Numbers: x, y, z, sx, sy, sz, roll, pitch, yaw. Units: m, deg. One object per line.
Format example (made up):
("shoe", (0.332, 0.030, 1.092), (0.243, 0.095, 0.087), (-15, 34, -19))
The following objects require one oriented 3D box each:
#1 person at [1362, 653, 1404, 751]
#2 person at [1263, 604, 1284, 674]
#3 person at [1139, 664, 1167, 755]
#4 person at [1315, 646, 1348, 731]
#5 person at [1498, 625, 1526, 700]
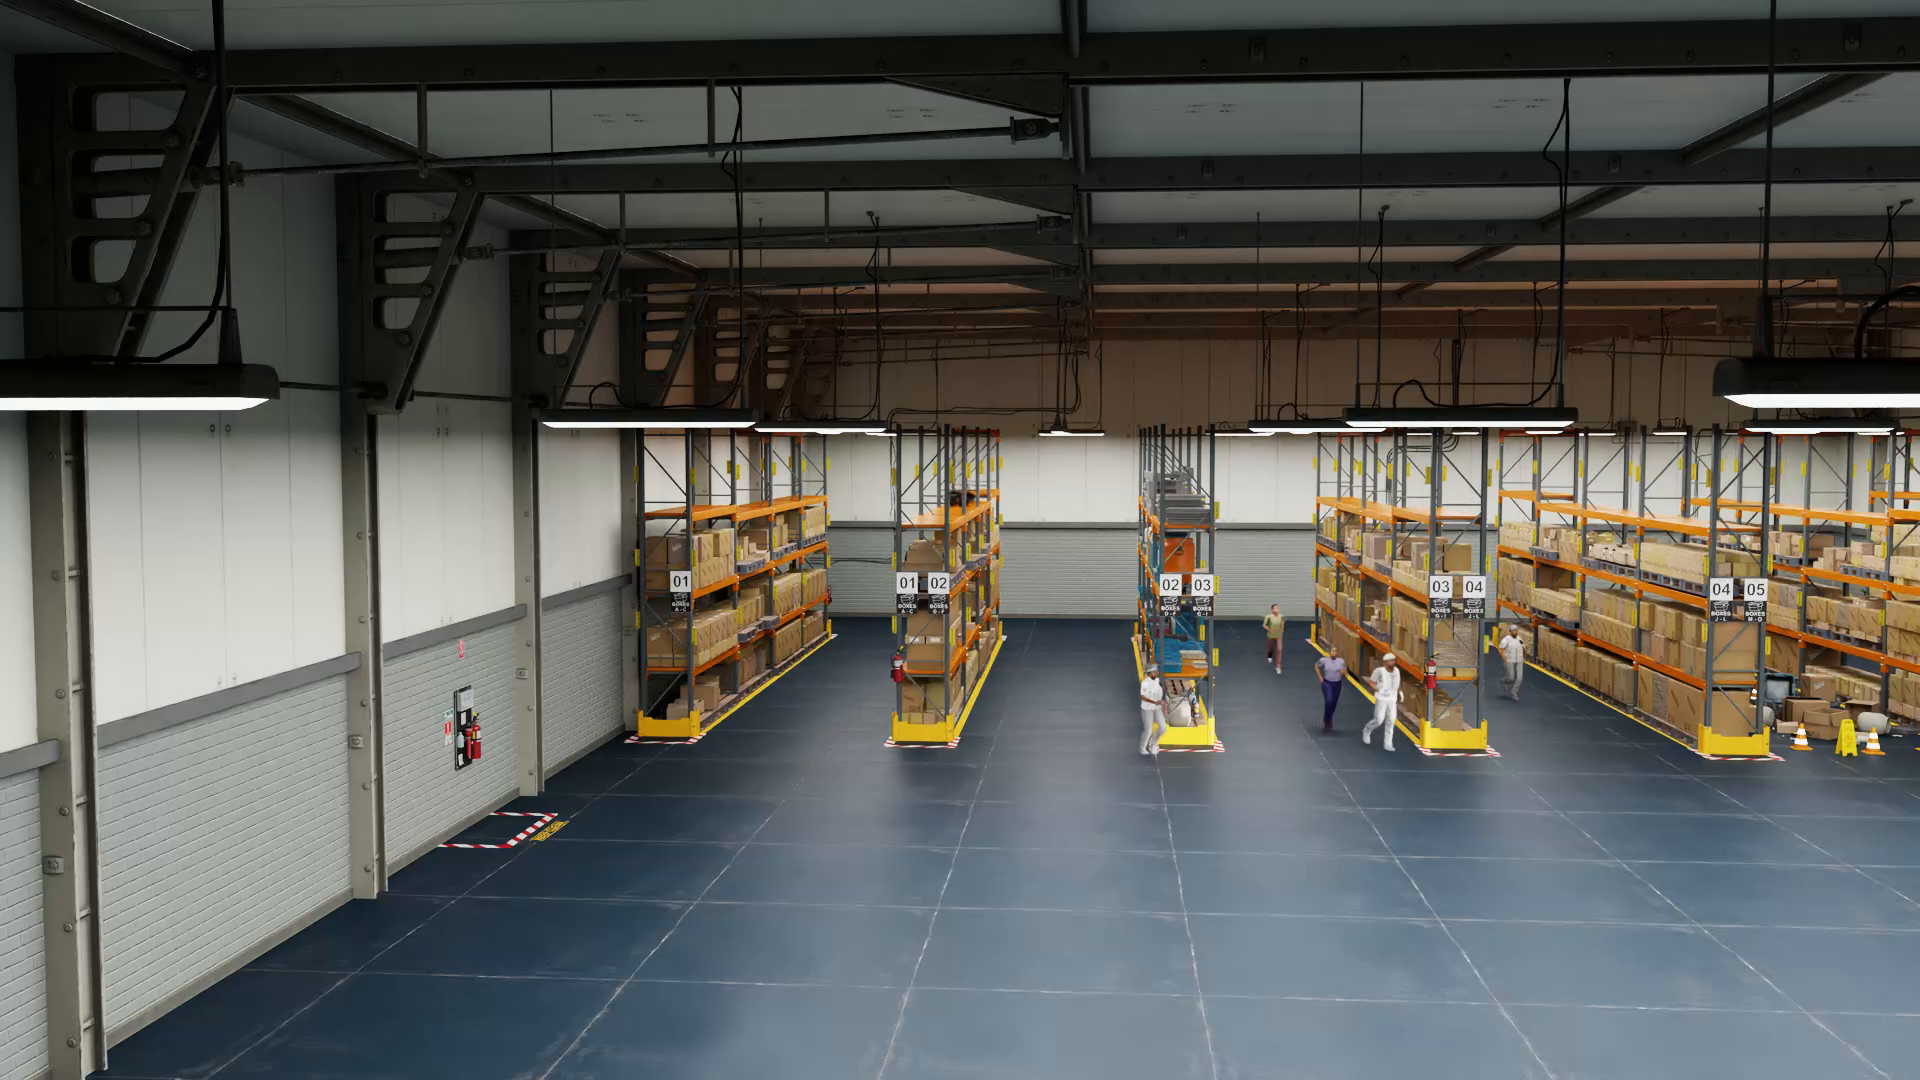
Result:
("person", (7.889, 2.963, 30.757), (0.735, 1.767, 0.853), (-1, 4, -19))
("person", (7.743, 2.408, 41.035), (0.546, 1.668, 1.124), (0, 3, 4))
("person", (3.505, 3.061, 29.986), (0.591, 1.680, 0.646), (-2, 4, -34))
("person", (7.344, 2.921, 32.867), (0.585, 1.679, 0.768), (0, 4, -8))
("person", (12.210, 2.689, 36.756), (0.609, 1.631, 0.575), (0, 3, -5))
